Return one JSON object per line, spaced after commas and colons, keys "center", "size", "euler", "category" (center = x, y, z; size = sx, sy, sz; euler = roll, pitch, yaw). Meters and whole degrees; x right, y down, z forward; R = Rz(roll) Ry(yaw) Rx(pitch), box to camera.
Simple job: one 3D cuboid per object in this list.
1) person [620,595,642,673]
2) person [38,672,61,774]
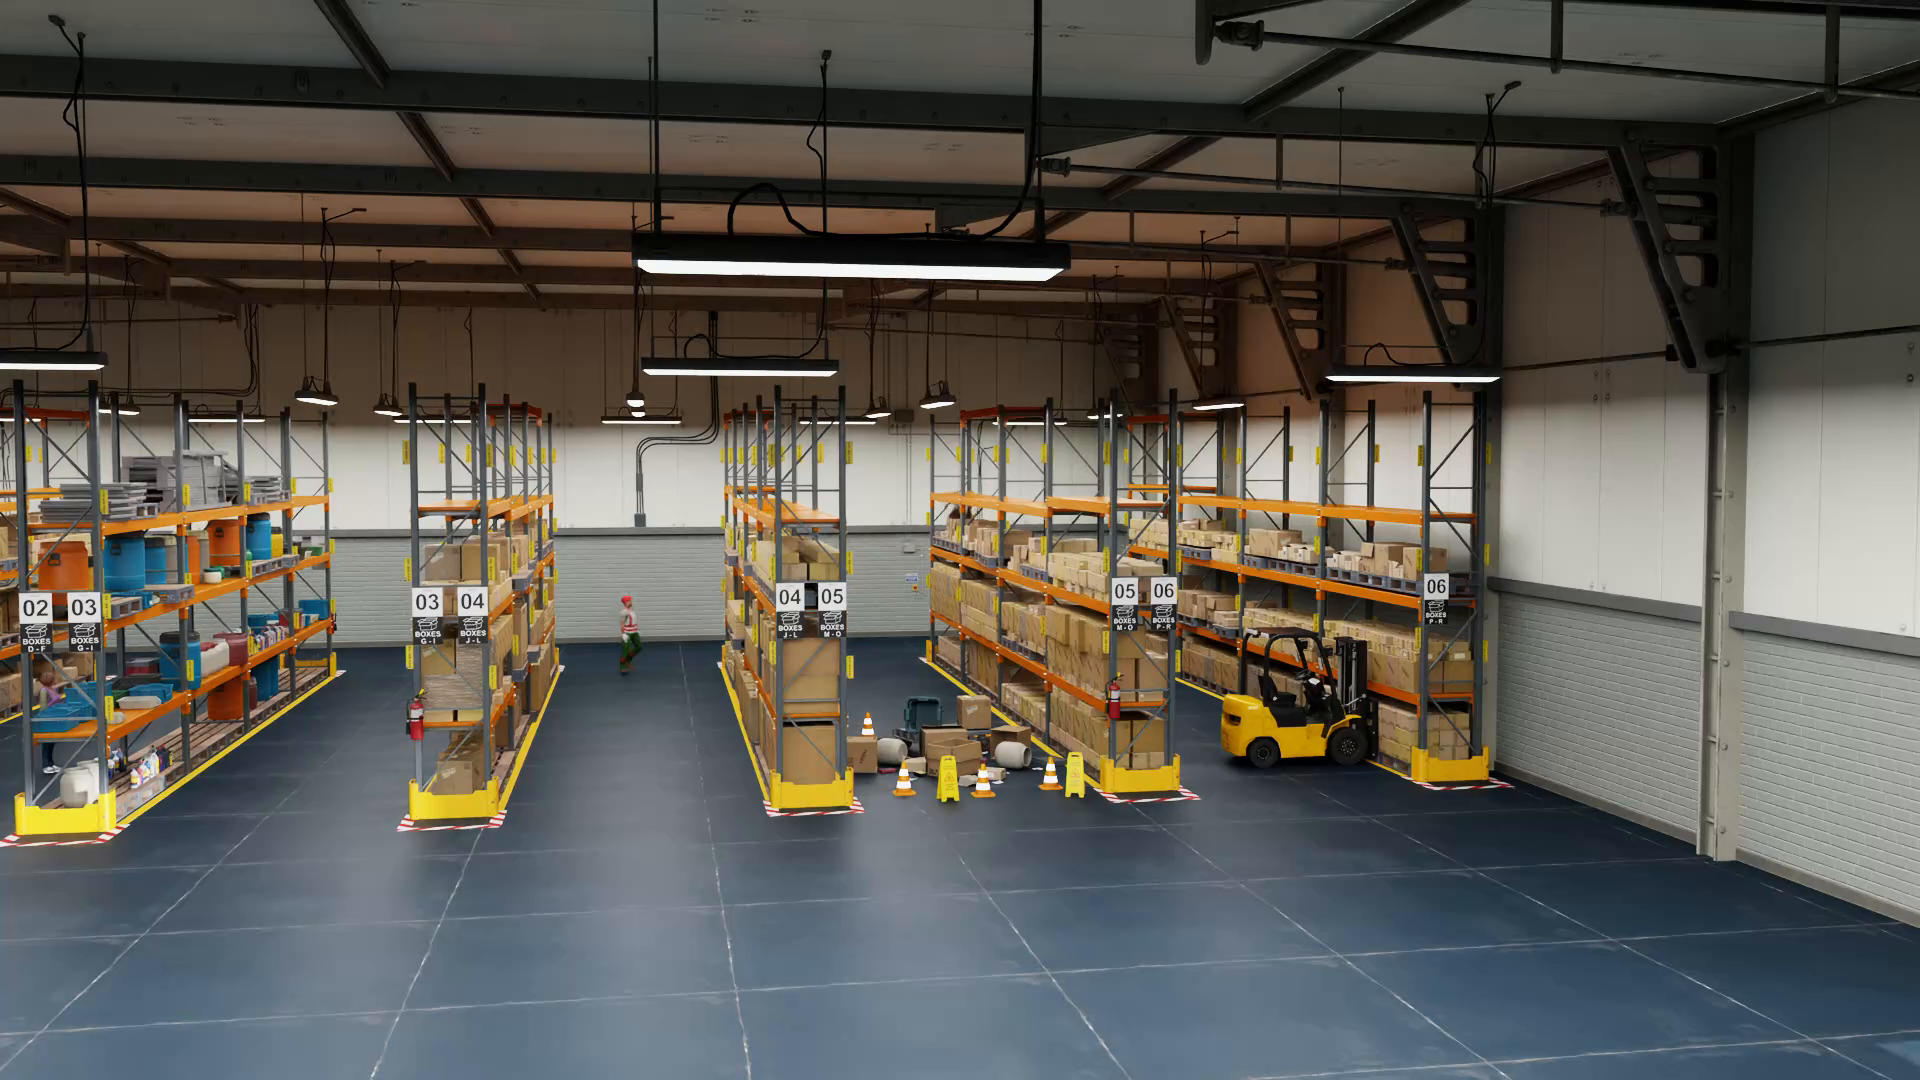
{"center": [-7.672, 2.157, 38.353], "size": [0.483, 1.787, 0.688], "euler": [2, 3, 28], "category": "person"}
{"center": [-14.352, 2.883, 26.202], "size": [0.354, 1.590, 0.464], "euler": [0, 3, 3], "category": "person"}
